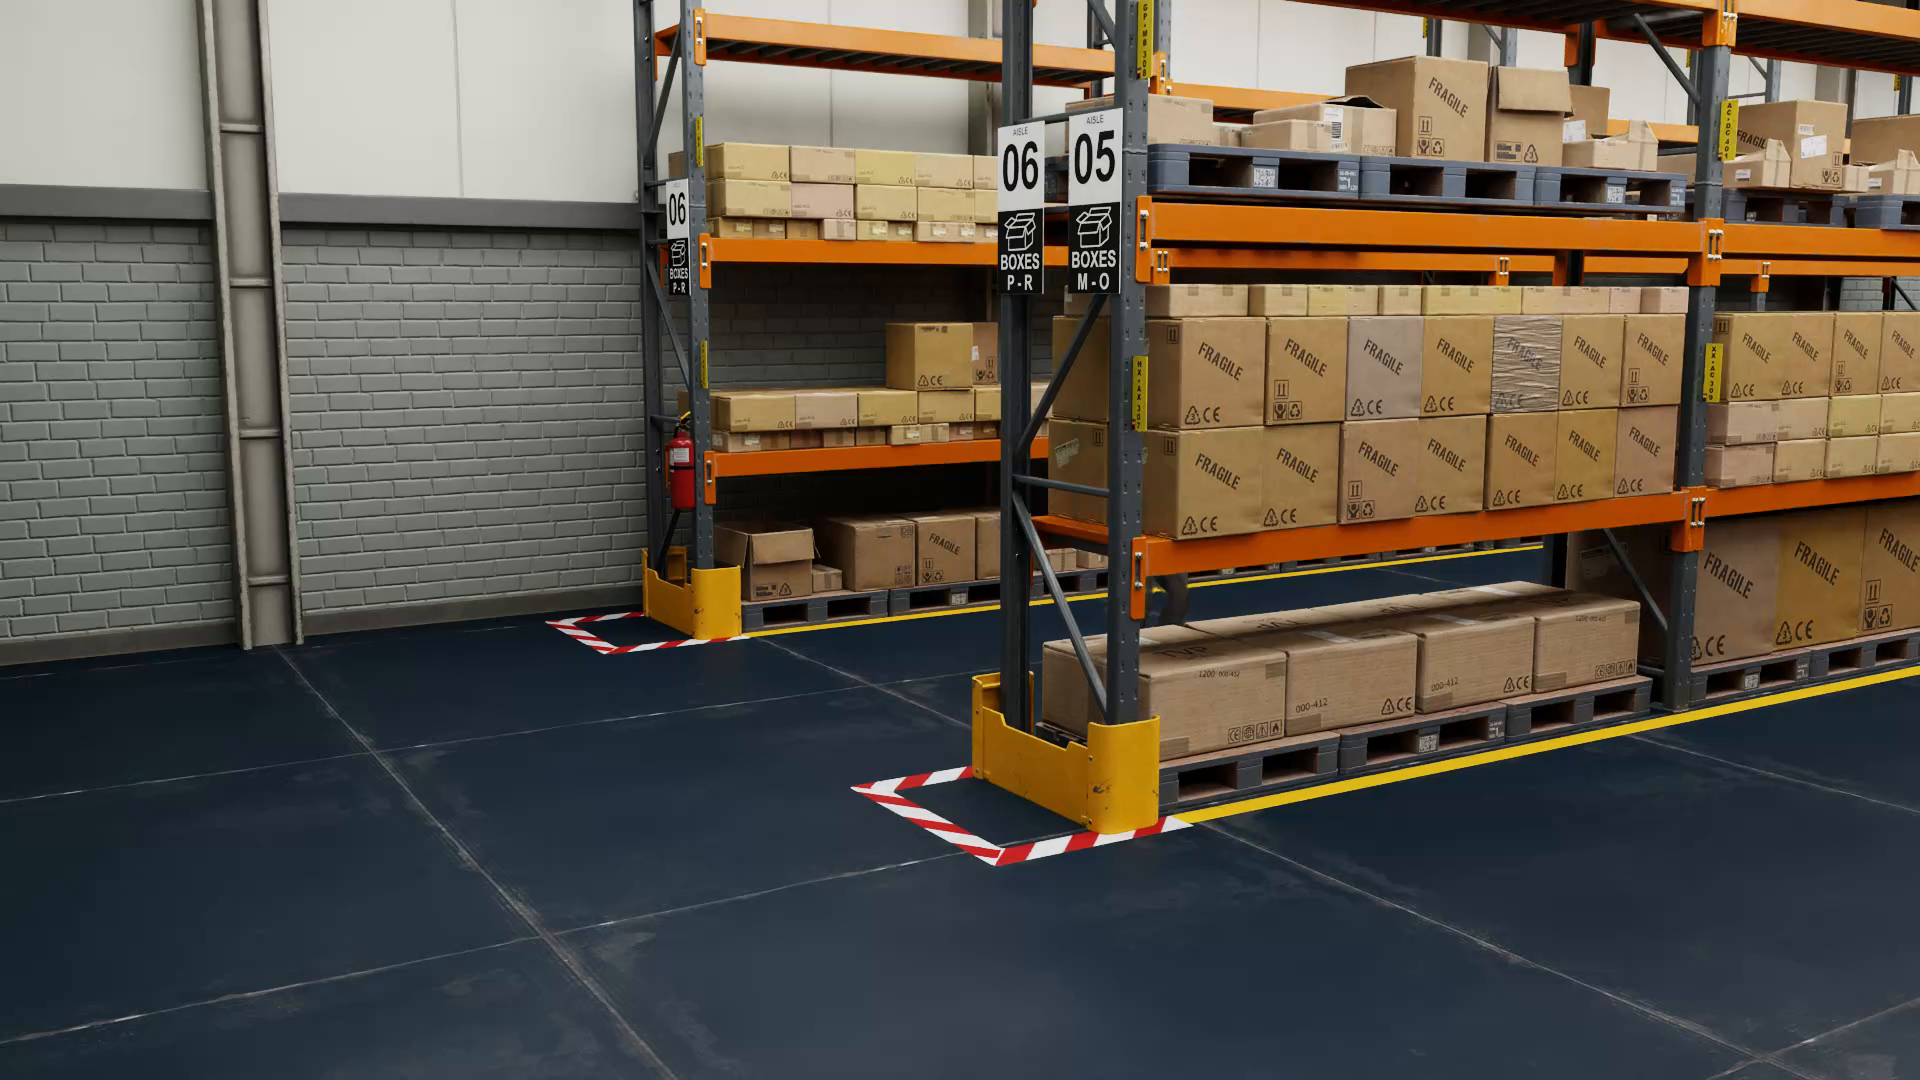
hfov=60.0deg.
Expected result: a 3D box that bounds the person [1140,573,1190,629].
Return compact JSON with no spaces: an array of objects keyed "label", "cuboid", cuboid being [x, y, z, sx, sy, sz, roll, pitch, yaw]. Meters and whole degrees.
[{"label":"person","cuboid":[1.281,0.063,10.790,0.476,1.563,0.541,-5,10,-30]}]
